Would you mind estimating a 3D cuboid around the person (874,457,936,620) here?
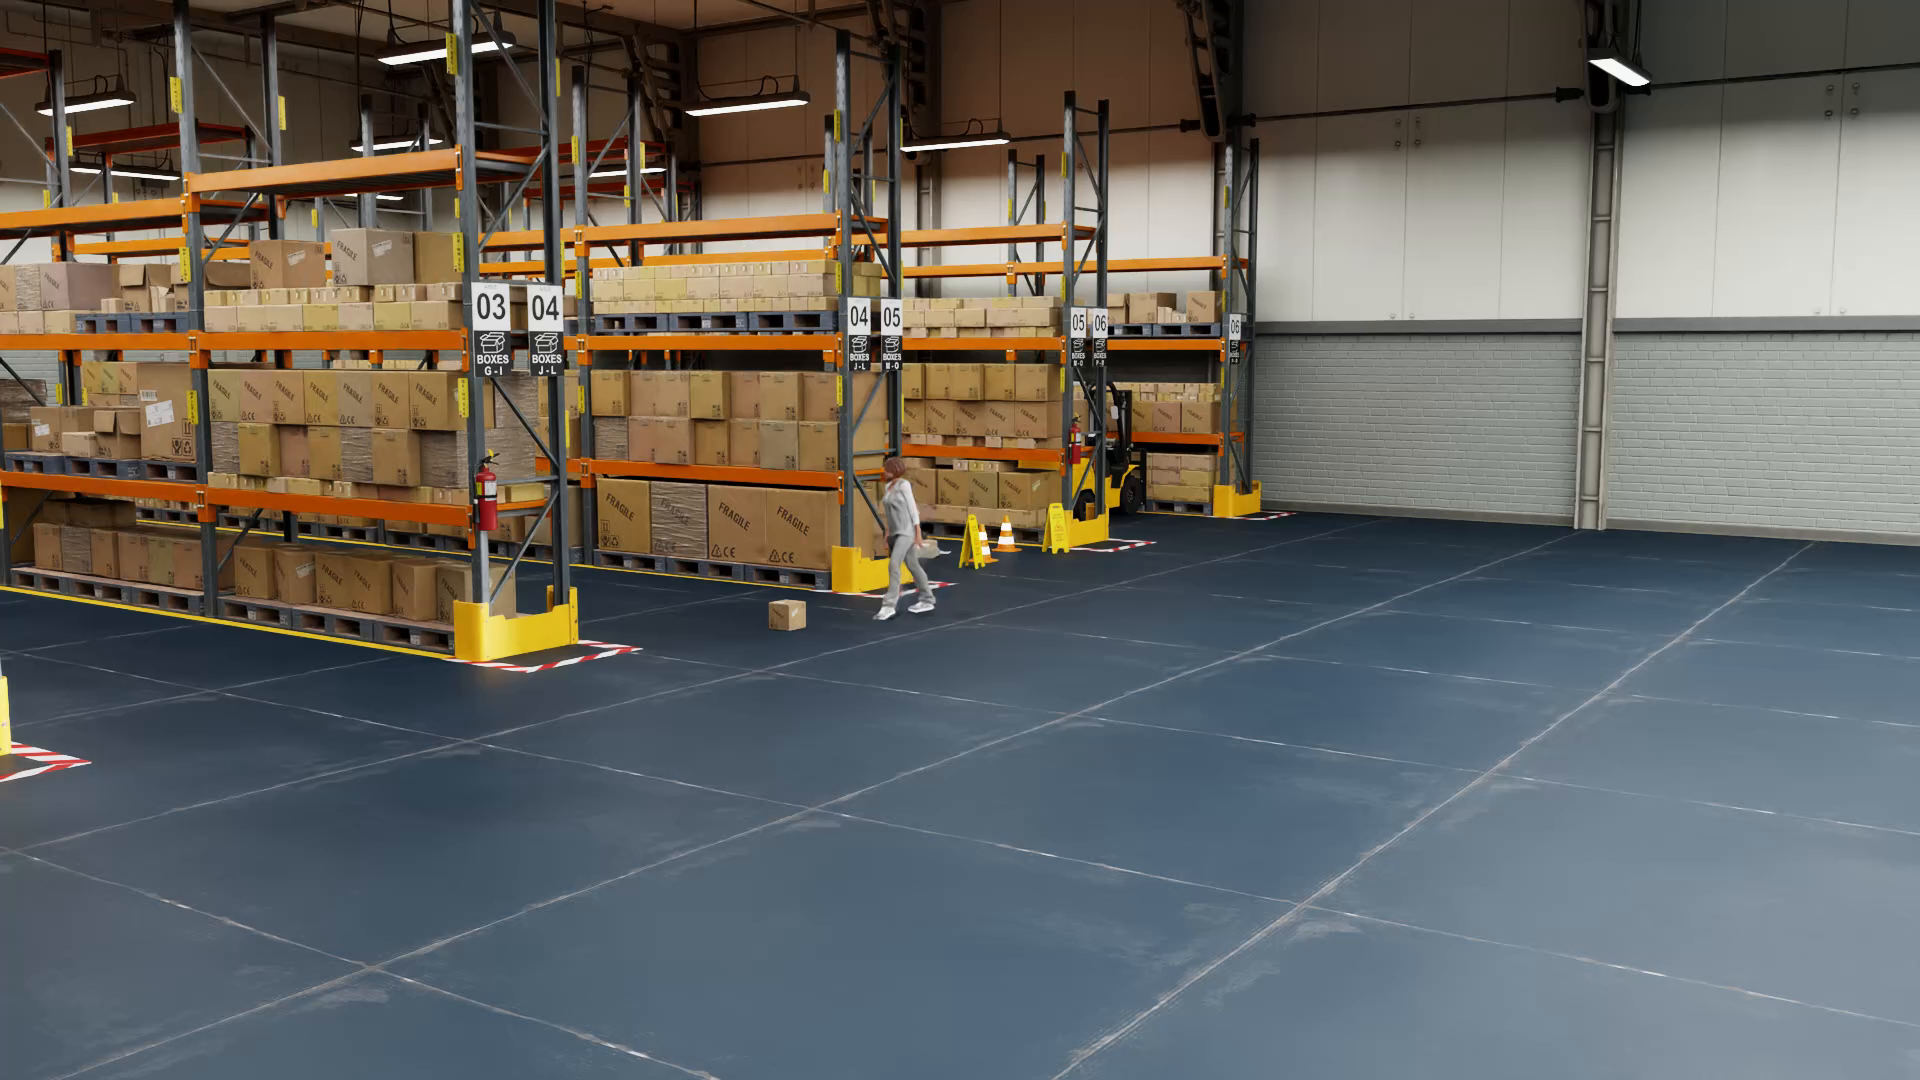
[{"bbox_3d":[-0.576,-0.031,16.512,0.694,1.600,0.442,-2,7,-20],"label":"person"}]
